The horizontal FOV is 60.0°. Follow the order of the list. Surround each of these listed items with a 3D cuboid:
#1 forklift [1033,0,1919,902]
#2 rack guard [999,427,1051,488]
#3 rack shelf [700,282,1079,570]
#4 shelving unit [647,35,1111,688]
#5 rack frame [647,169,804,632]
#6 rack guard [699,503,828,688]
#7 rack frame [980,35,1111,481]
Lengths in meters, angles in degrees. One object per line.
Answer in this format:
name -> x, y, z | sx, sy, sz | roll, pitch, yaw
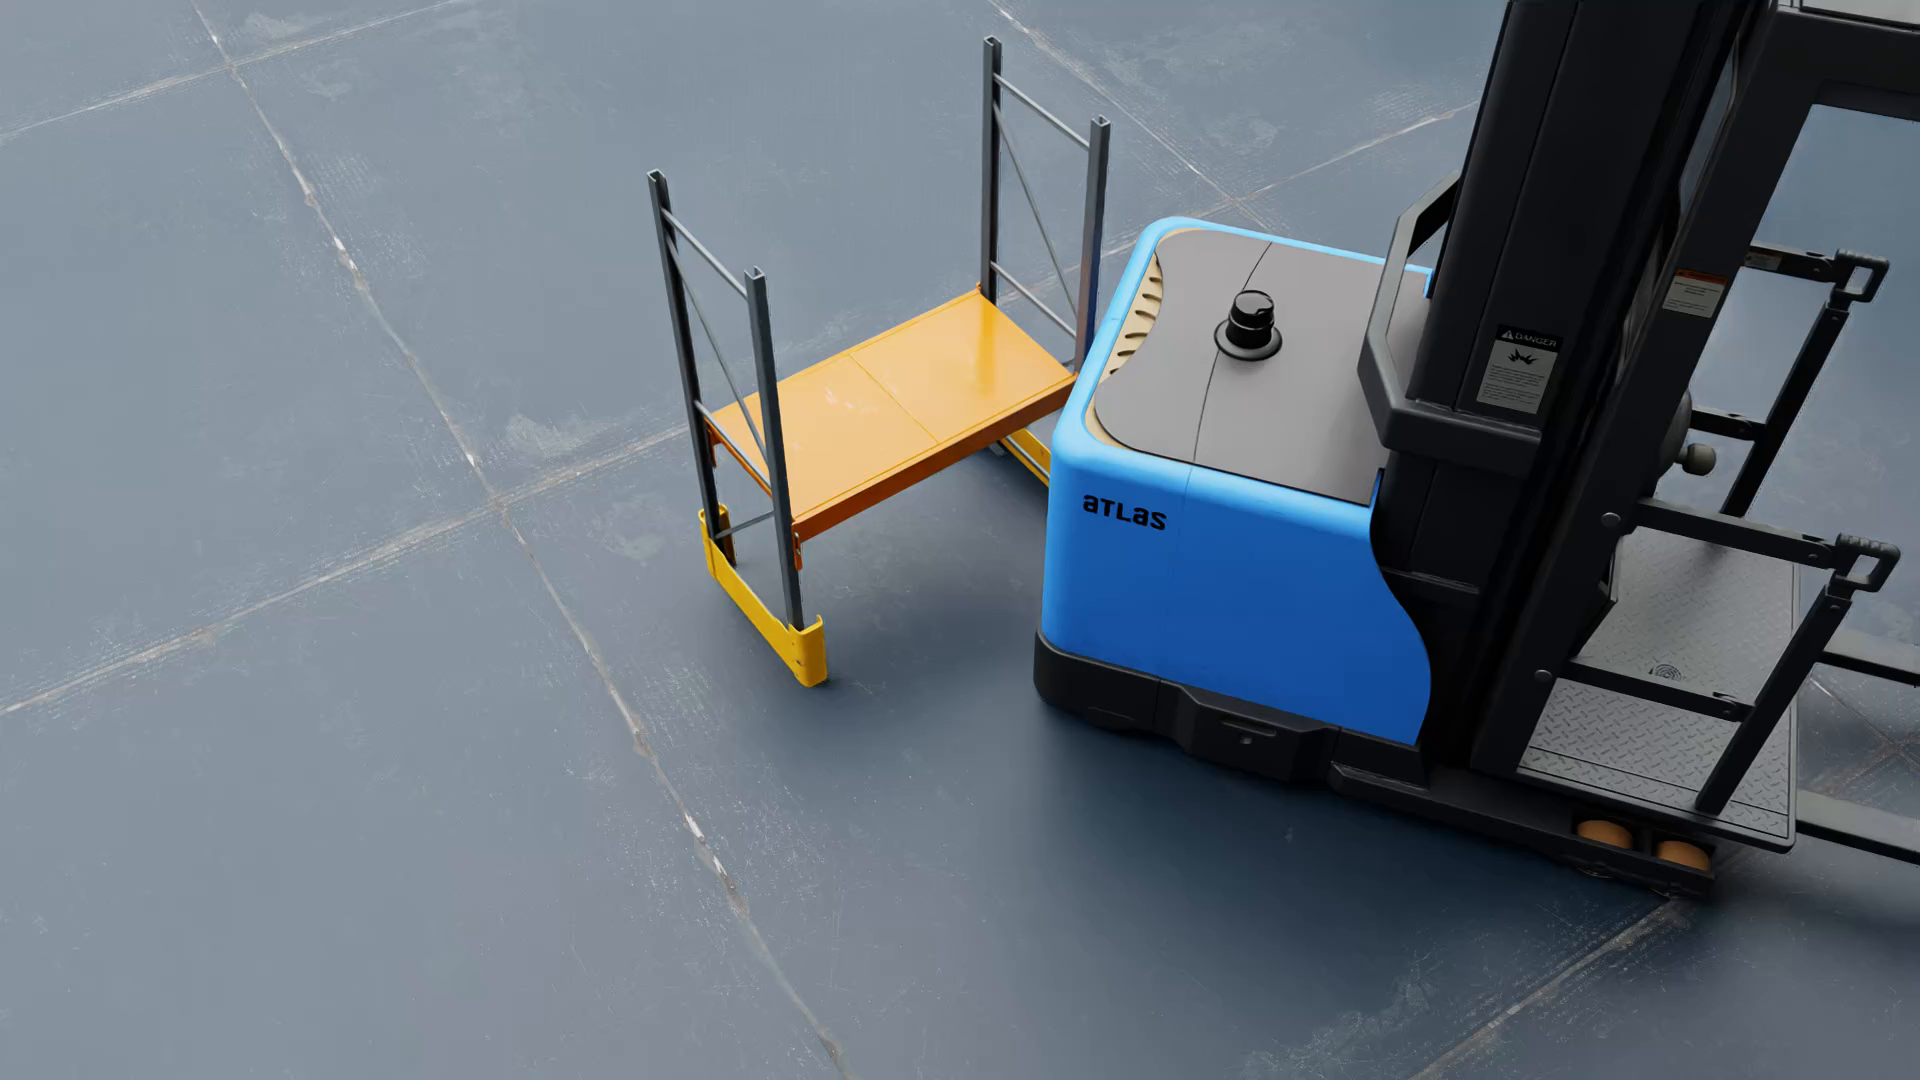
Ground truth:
forklift -> 1.785, -0.477, 3.712 | 3.031, 2.935, 1.130 | 15, 50, 13
rack guard -> 0.219, -0.278, 5.330 | 0.087, 0.250, 0.587 | -28, 54, -23
rack shelf -> -0.191, -0.351, 4.799 | 1.000, 0.185, 0.538 | -28, 54, -23
shelving unit -> -0.184, -0.475, 4.668 | 1.083, 1.500, 0.587 | -28, 54, -23
rack frame -> -0.602, -0.247, 4.466 | 0.032, 1.500, 0.500 | -28, 54, -23
rack guard -> -0.586, 0.160, 4.940 | 0.087, 0.250, 0.587 | -28, 54, -23
rack frame -> 0.220, -0.694, 4.864 | 0.032, 1.500, 0.500 | -28, 54, -23
